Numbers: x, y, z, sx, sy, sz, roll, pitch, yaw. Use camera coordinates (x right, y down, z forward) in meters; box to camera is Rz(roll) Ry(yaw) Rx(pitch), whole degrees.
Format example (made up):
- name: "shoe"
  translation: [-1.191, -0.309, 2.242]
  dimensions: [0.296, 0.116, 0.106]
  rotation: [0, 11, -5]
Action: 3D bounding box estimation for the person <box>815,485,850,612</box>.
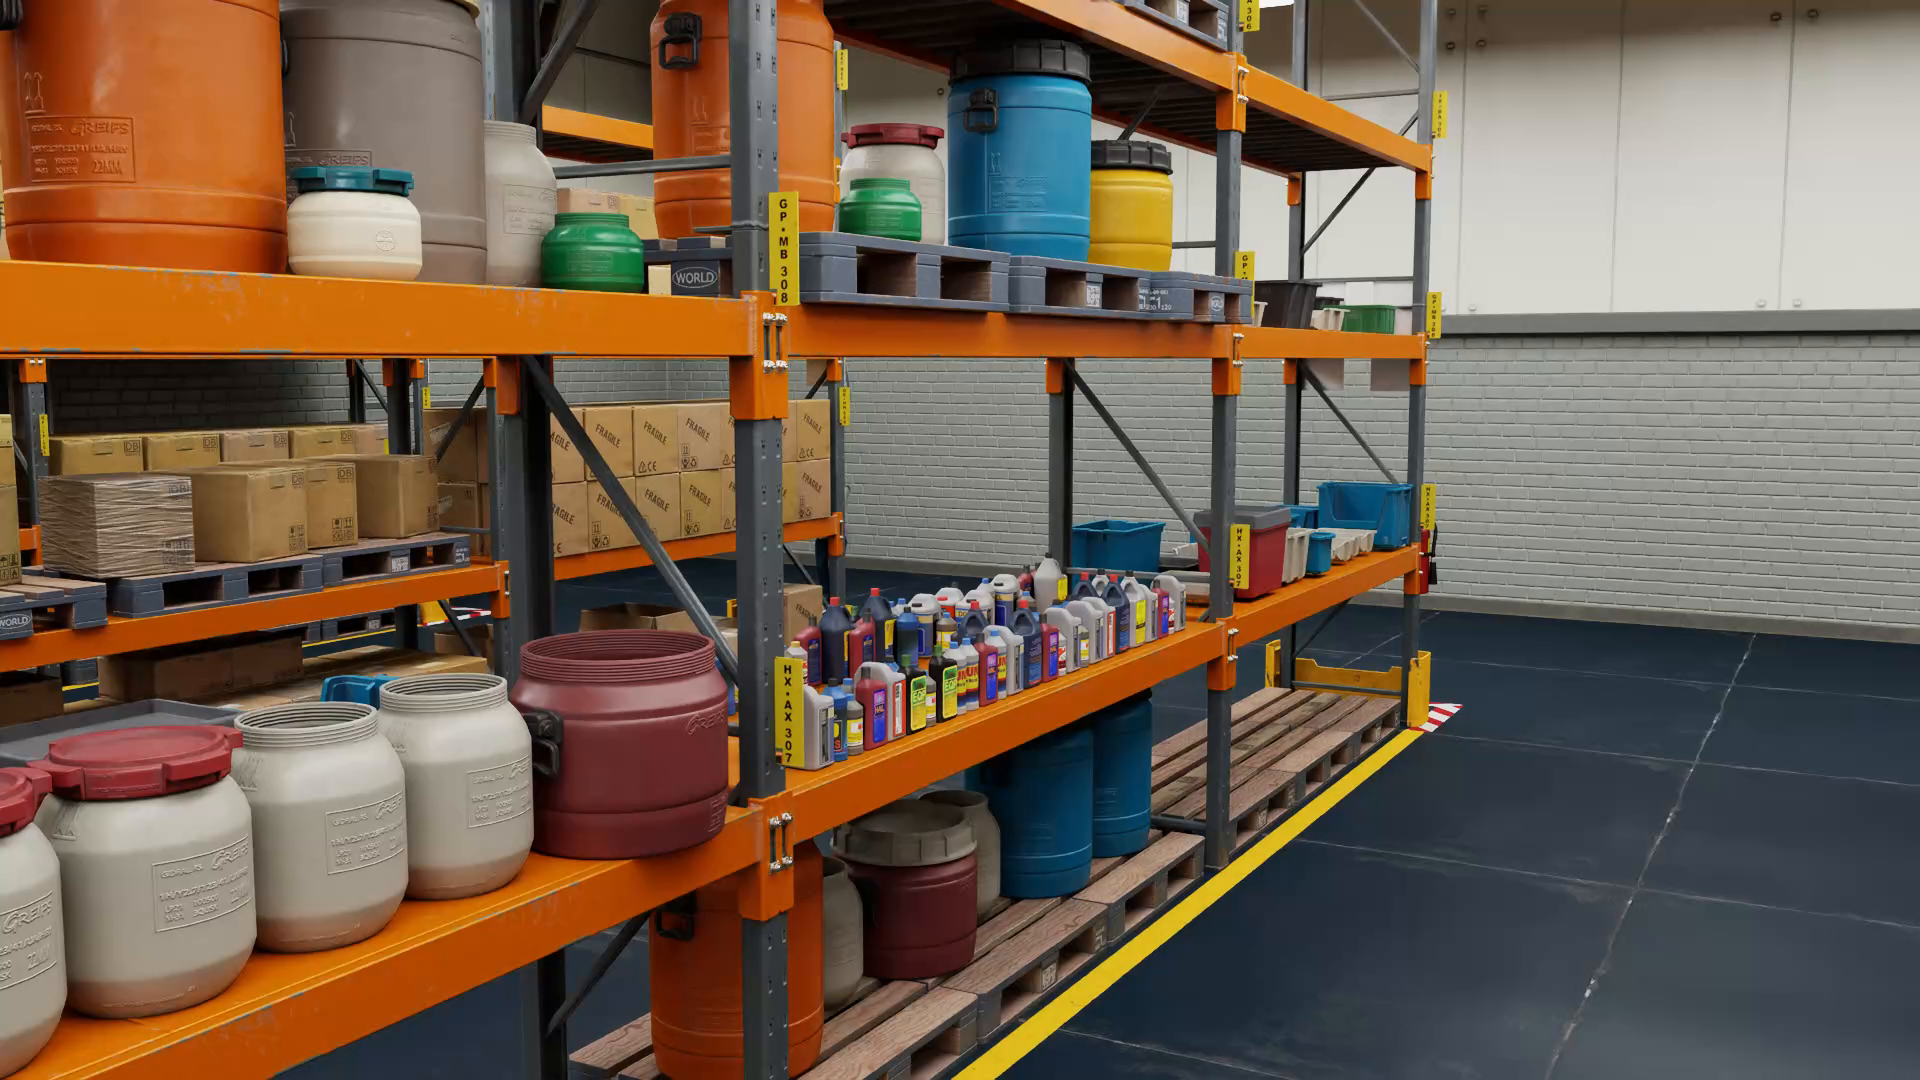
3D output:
- name: "person"
  translation: [-1.378, -0.020, 17.237]
  dimensions: [0.425, 1.596, 0.489]
  rotation: [3, 7, 28]
